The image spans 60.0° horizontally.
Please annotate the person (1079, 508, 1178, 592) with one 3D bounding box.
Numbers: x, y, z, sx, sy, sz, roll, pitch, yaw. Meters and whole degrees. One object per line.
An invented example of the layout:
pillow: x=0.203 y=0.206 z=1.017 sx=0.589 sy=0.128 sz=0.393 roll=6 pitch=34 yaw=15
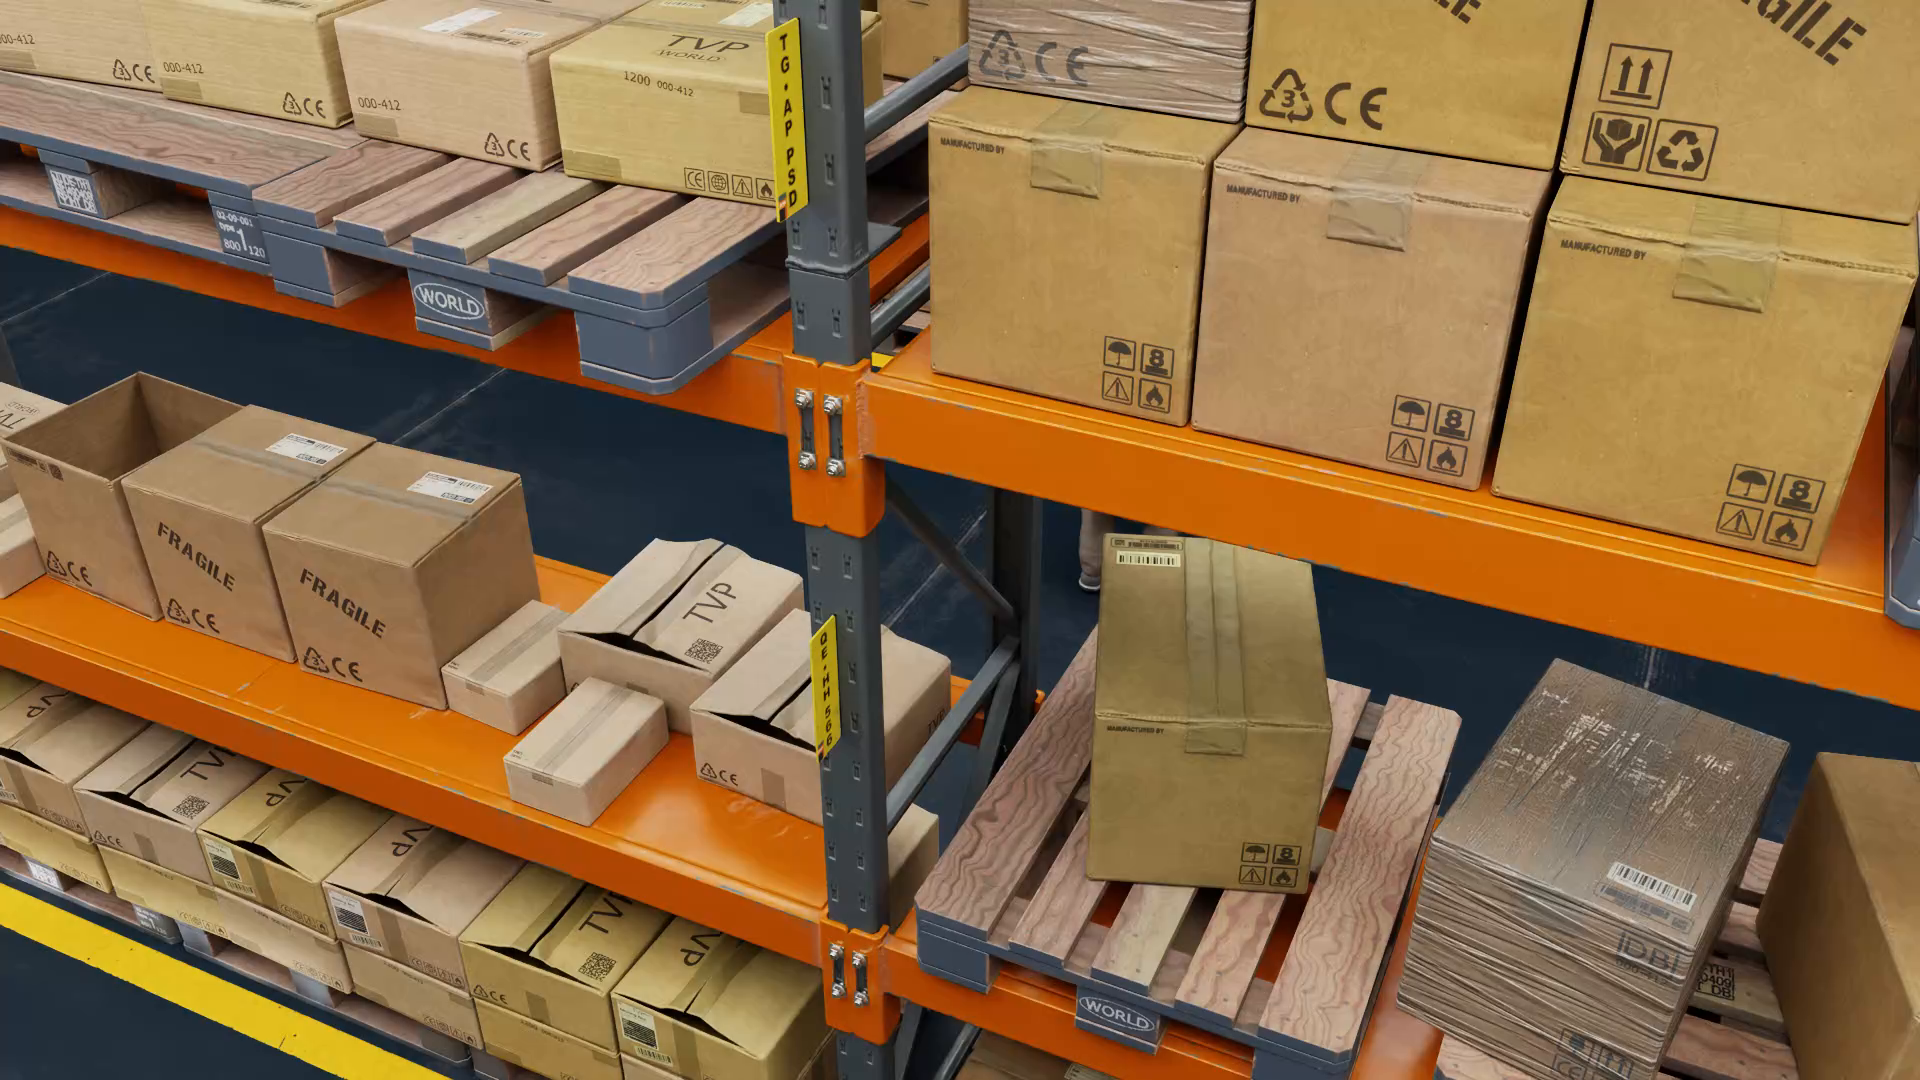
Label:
person: x=0.816 y=-0.464 z=7.197 sx=0.479 sy=1.360 sz=0.867 roll=13 pitch=36 yaw=19
